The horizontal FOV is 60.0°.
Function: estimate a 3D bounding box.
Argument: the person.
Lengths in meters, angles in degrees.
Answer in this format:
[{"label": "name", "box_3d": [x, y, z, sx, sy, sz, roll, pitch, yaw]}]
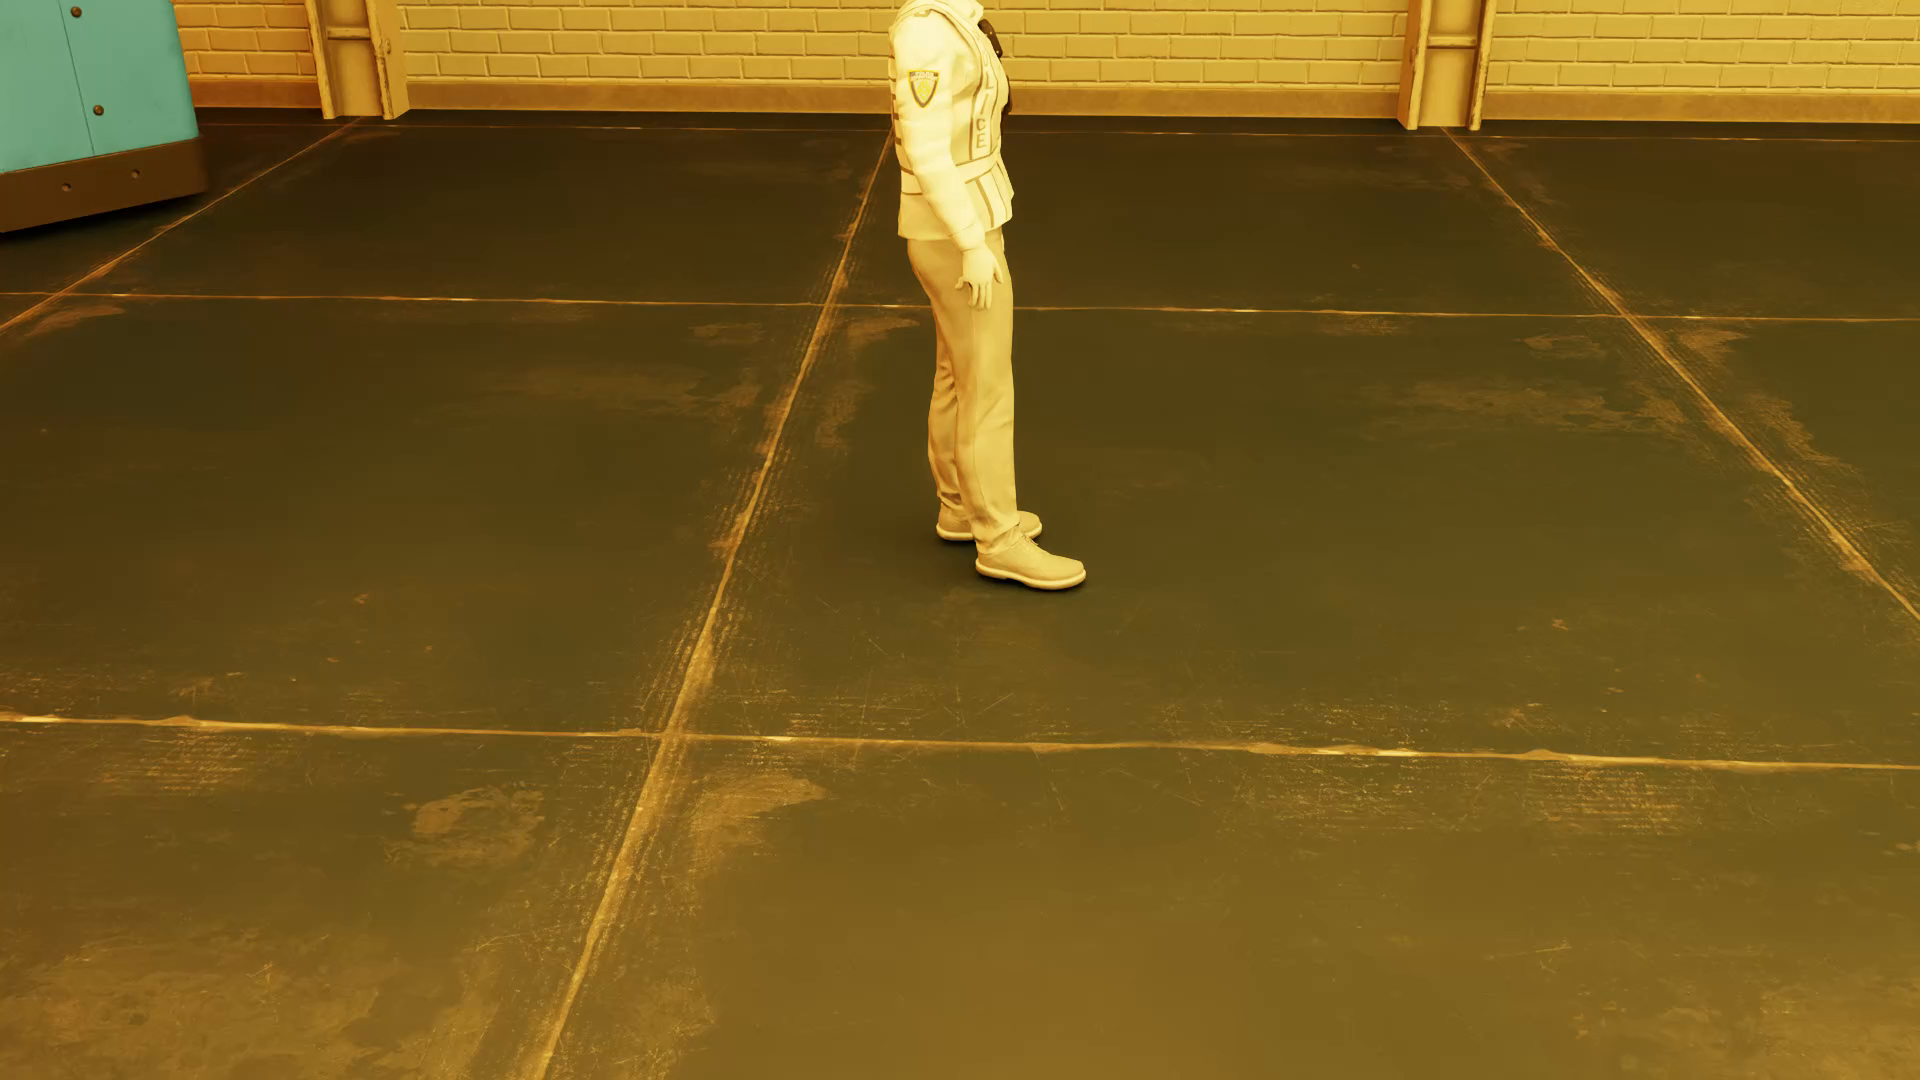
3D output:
[{"label": "person", "box_3d": [0.069, -0.762, 4.134, 0.530, 1.694, 0.586, 1, 26, 2]}]

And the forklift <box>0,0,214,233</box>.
[{"label": "forklift", "box_3d": [-4.877, -3.119, 7.531, 3.031, 2.935, 1.130, 21, 33, 35]}]
